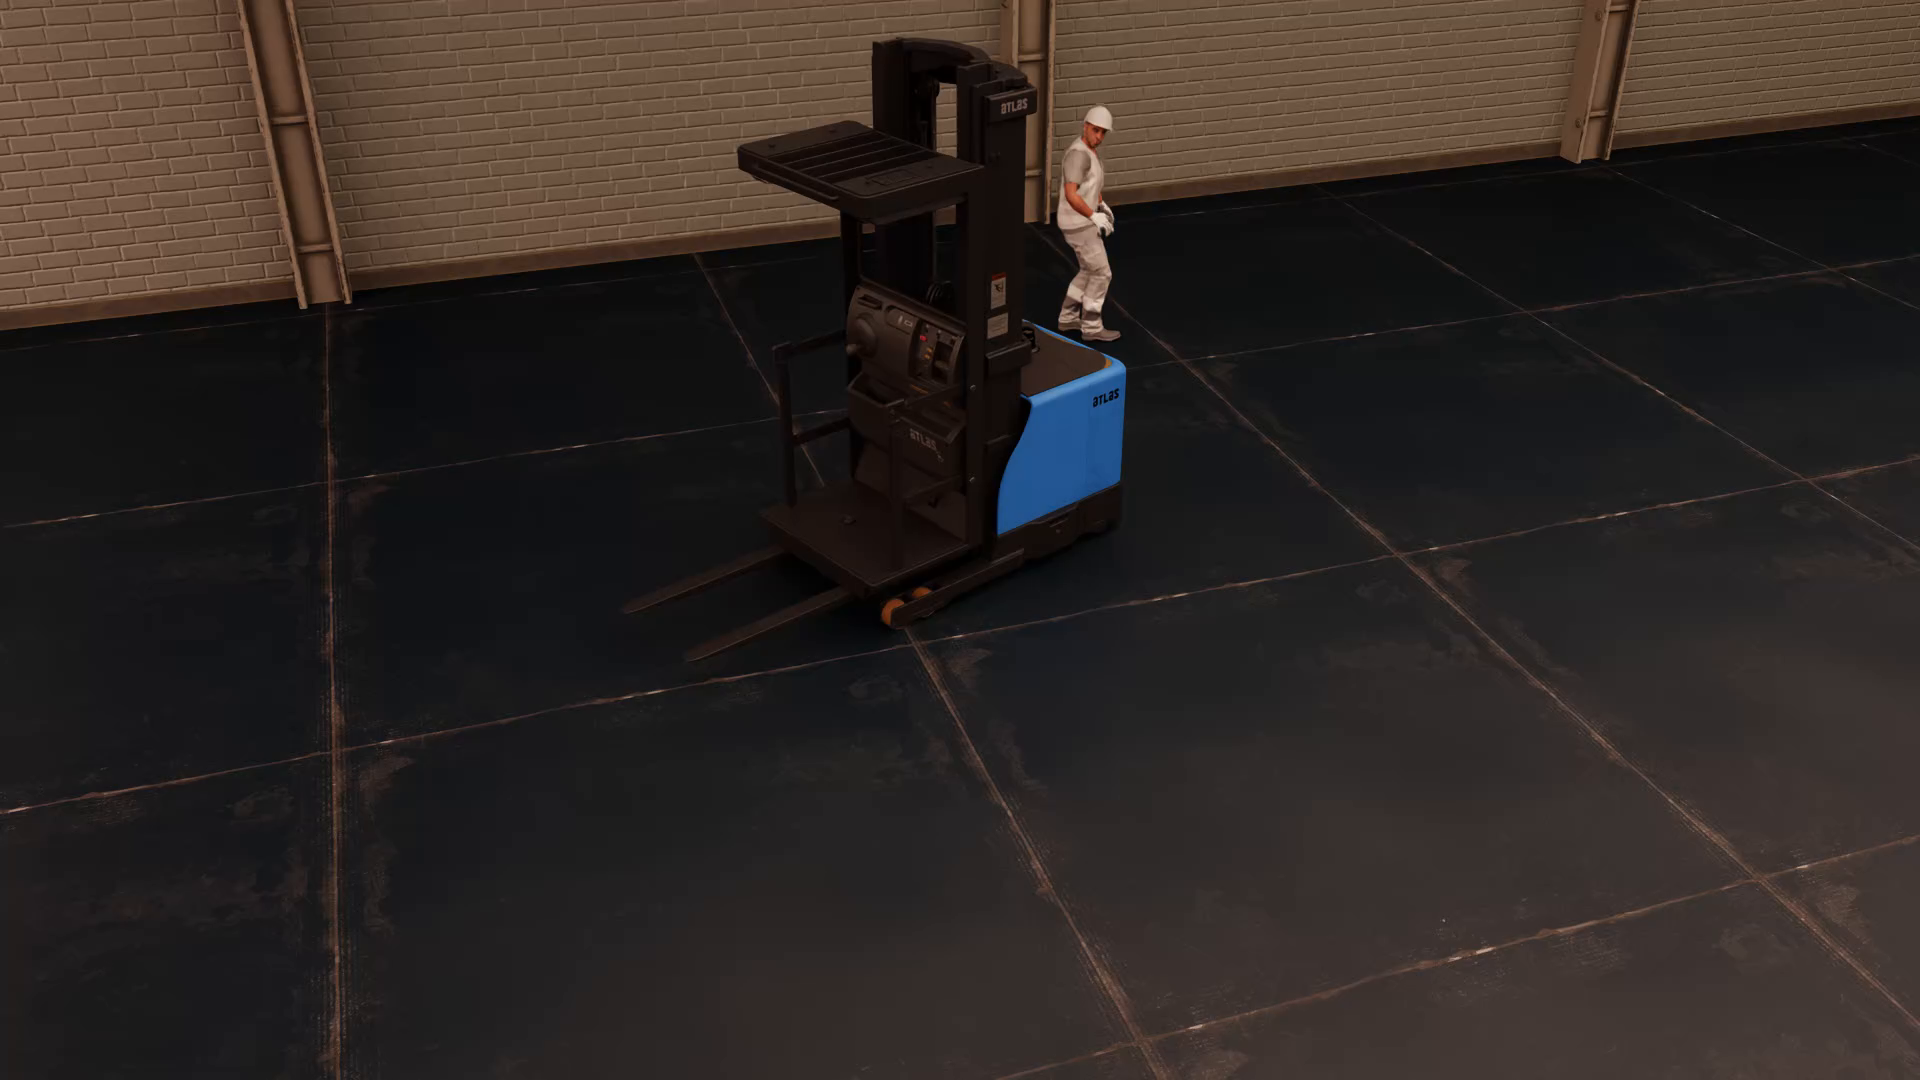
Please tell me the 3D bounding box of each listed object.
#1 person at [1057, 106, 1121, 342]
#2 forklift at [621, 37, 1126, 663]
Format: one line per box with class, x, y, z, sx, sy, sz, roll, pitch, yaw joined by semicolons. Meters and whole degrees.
person;0.978;-2.357;12.386;0.512;1.741;0.740;2;30;4
forklift;-0.461;-1.072;8.951;3.031;2.935;1.130;-23;37;-34
